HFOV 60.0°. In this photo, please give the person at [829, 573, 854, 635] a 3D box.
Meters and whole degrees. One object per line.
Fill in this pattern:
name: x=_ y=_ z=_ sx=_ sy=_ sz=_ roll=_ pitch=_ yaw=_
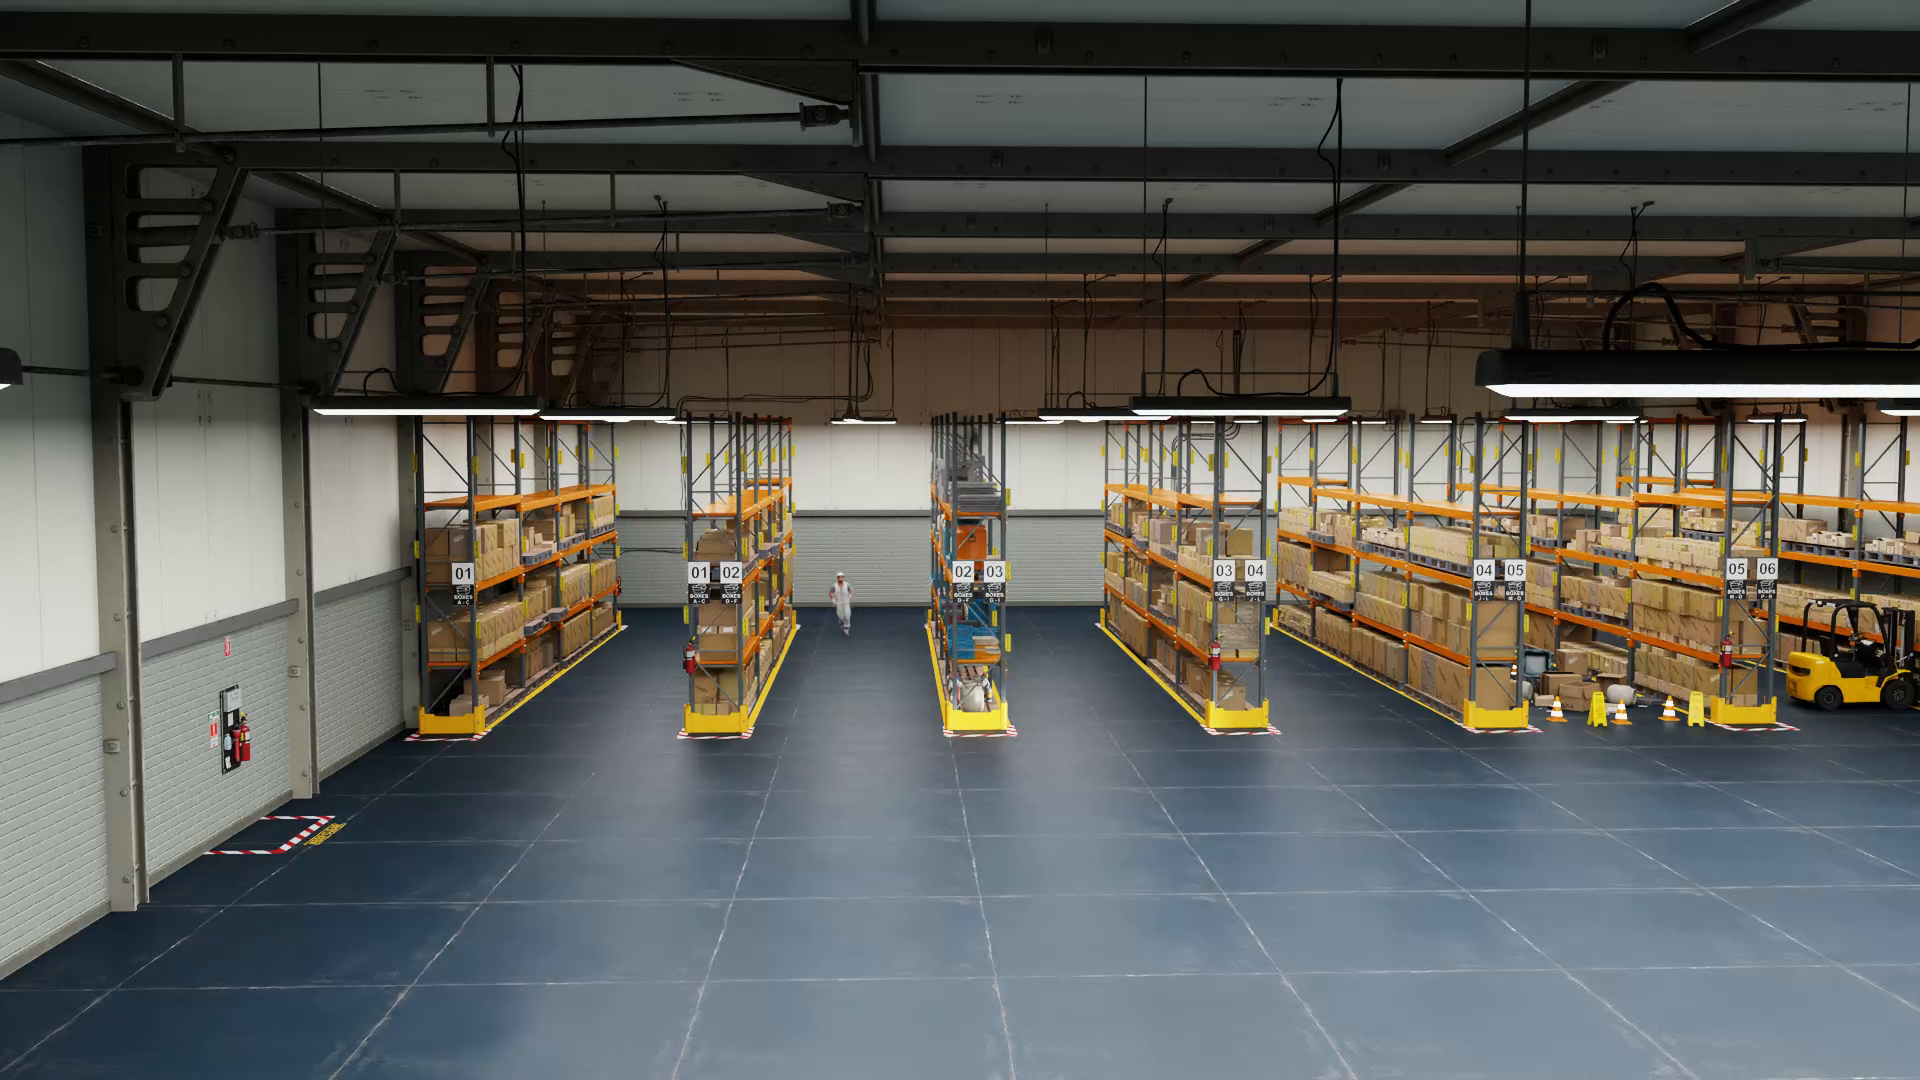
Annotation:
person: x=-3.239 y=1.760 z=45.624 sx=0.671 sy=1.730 sz=0.618 roll=-1 pitch=4 yaw=-9
